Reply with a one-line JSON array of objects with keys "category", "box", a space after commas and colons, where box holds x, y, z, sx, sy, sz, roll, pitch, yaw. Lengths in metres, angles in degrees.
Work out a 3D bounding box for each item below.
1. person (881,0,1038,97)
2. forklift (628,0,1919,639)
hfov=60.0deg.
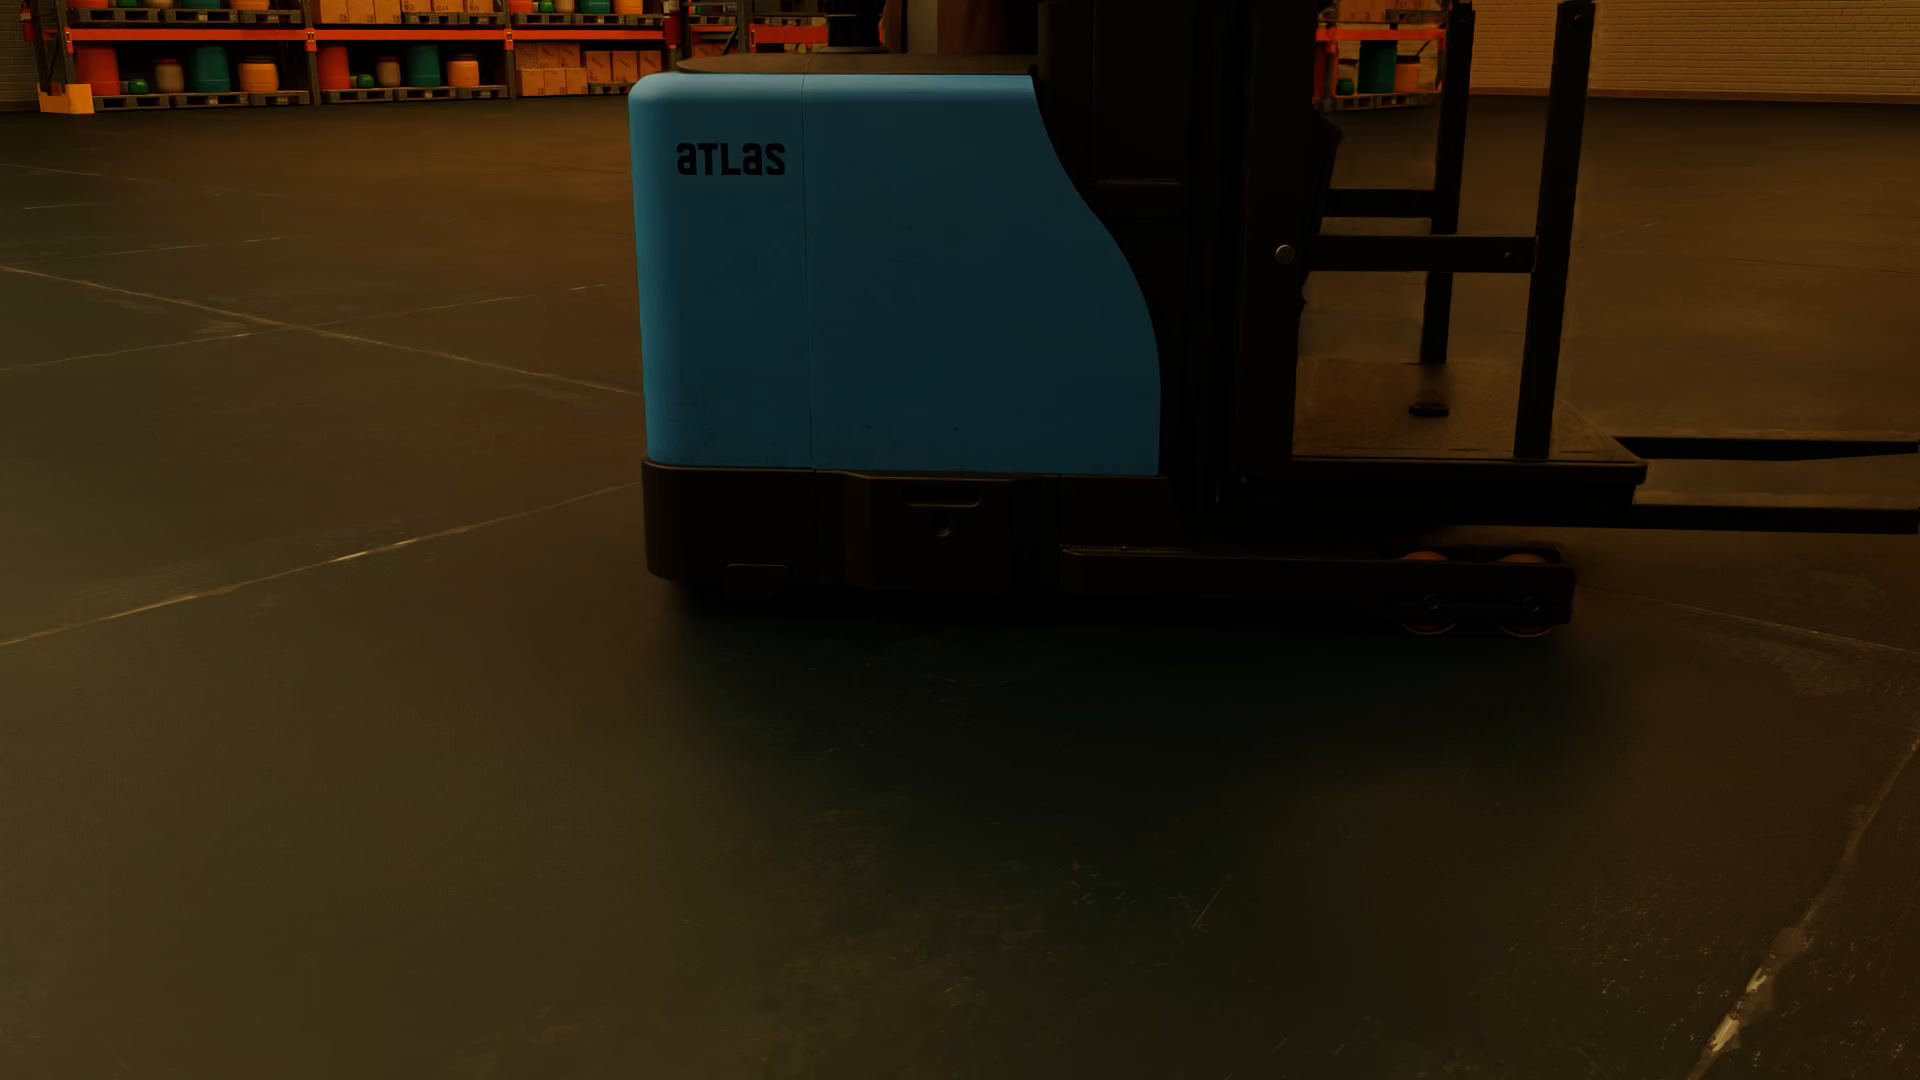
[{"category": "person", "box": [0.017, -0.892, 3.675, 0.551, 1.704, 0.326, 13, 21, 37]}, {"category": "forklift", "box": [0.885, -1.368, 3.403, 3.031, 2.935, 1.130, 1, 17, 4]}]
